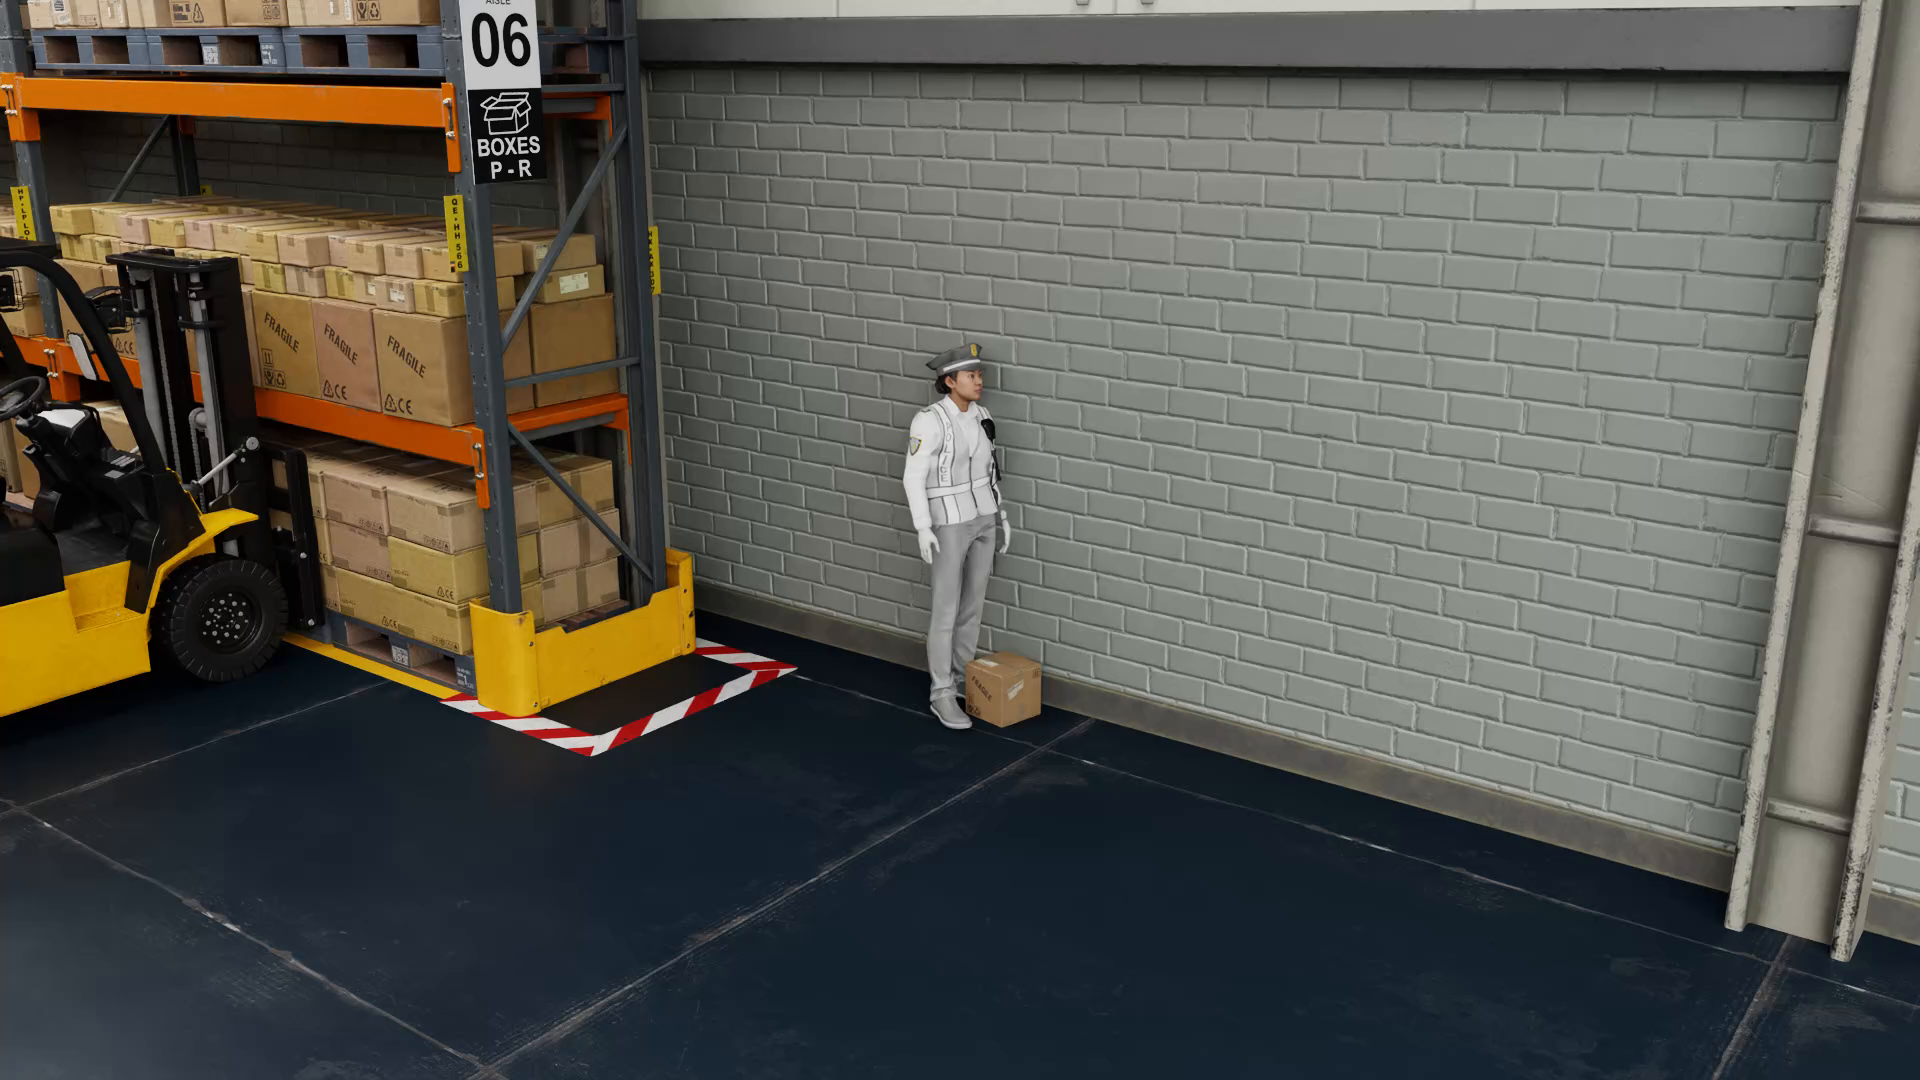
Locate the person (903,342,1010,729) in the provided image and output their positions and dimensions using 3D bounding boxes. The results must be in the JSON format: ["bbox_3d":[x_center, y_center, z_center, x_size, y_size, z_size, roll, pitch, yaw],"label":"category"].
[{"bbox_3d":[0.045,-0.051,7.621,0.586,1.694,0.531,-14,21,-38],"label":"person"}]
